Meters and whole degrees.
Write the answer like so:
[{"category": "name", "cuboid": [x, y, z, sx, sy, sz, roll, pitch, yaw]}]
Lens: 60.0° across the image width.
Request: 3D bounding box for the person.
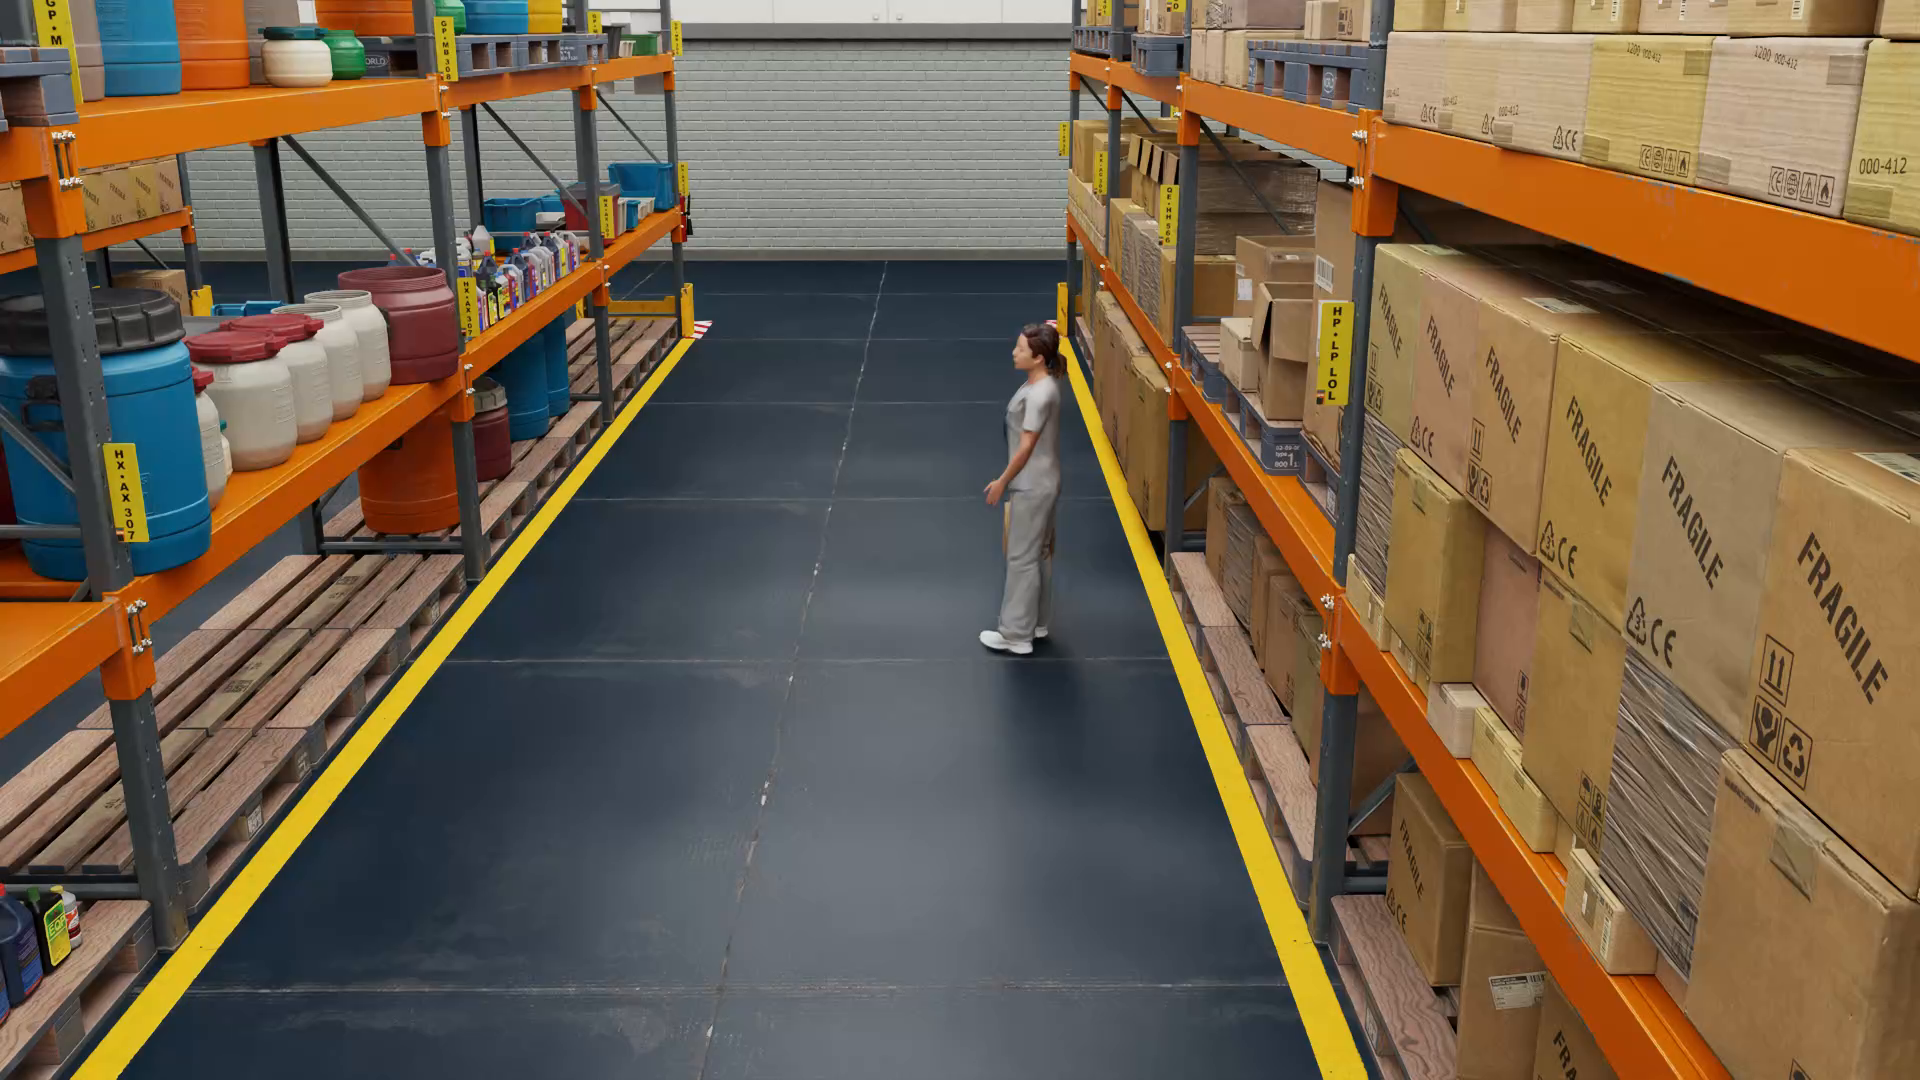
[{"category": "person", "cuboid": [0.325, -0.270, 8.351, 0.442, 1.684, 0.523, 2, 17, 6]}]
